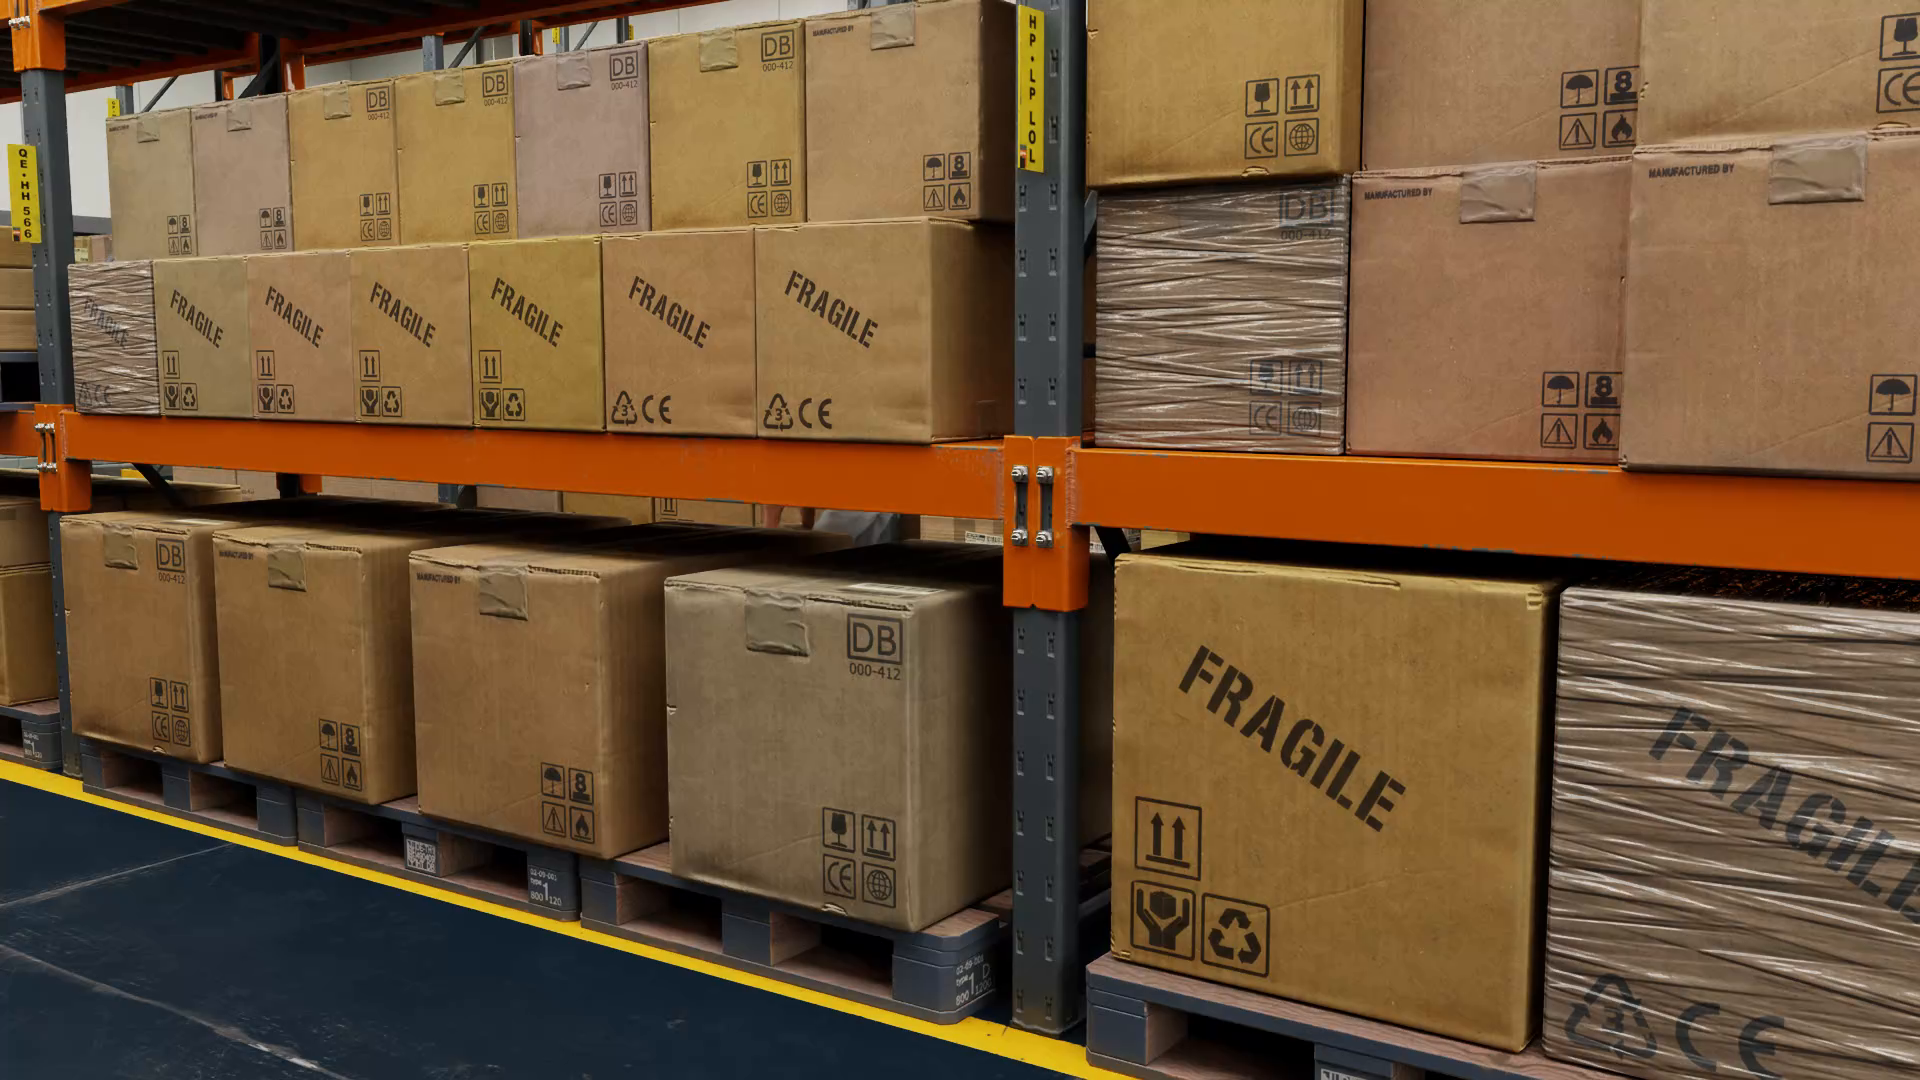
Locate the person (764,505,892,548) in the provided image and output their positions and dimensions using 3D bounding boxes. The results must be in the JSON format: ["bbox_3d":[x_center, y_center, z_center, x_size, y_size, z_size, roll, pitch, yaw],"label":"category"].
[{"bbox_3d":[-0.705,0.021,7.852,0.836,1.217,0.427,4,7,31],"label":"person"}]
